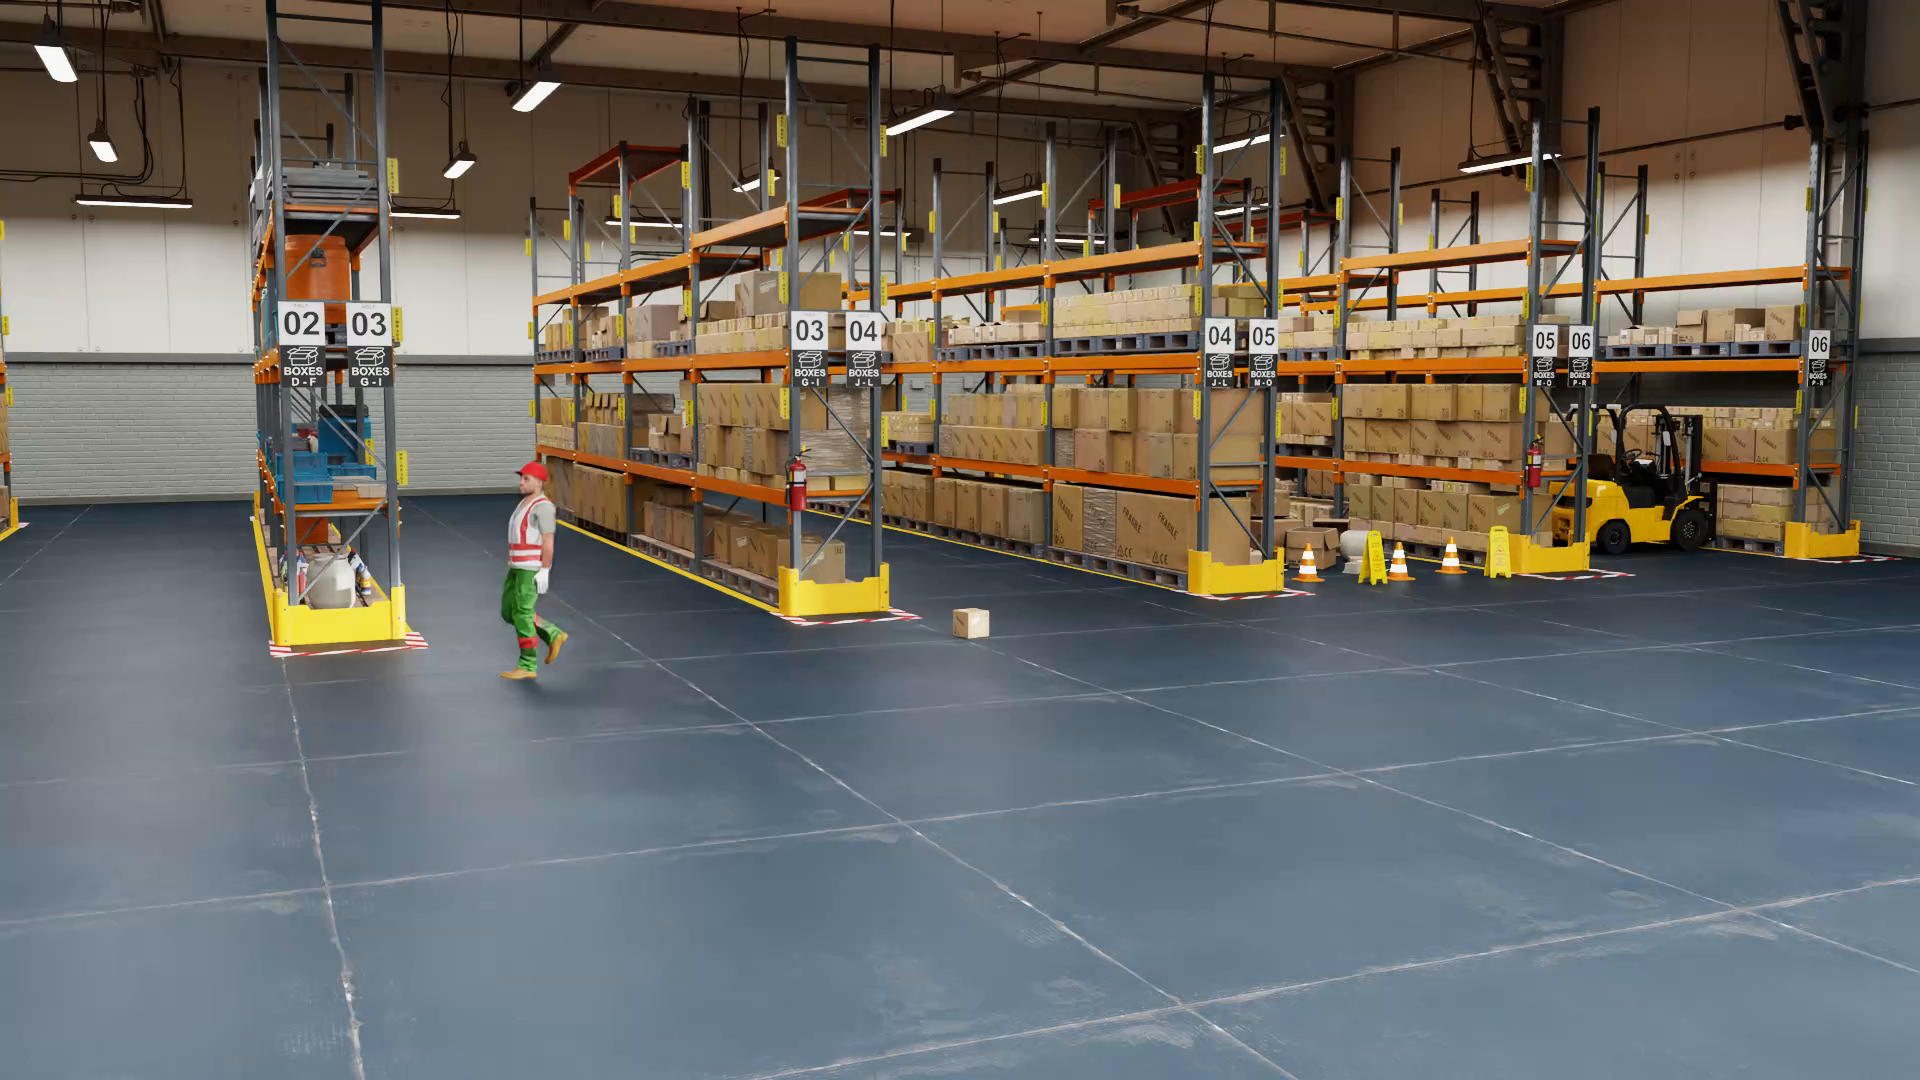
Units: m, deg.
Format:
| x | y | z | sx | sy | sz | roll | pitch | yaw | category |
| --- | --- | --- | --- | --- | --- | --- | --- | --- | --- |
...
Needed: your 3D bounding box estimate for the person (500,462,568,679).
| x | y | z | sx | sy | sz | roll | pitch | yaw | category |
| --- | --- | --- | --- | --- | --- | --- | --- | --- | --- |
| -3.534 | 0.243 | 13.746 | 0.632 | 1.774 | 0.550 | -4 | 6 | -34 | person |
